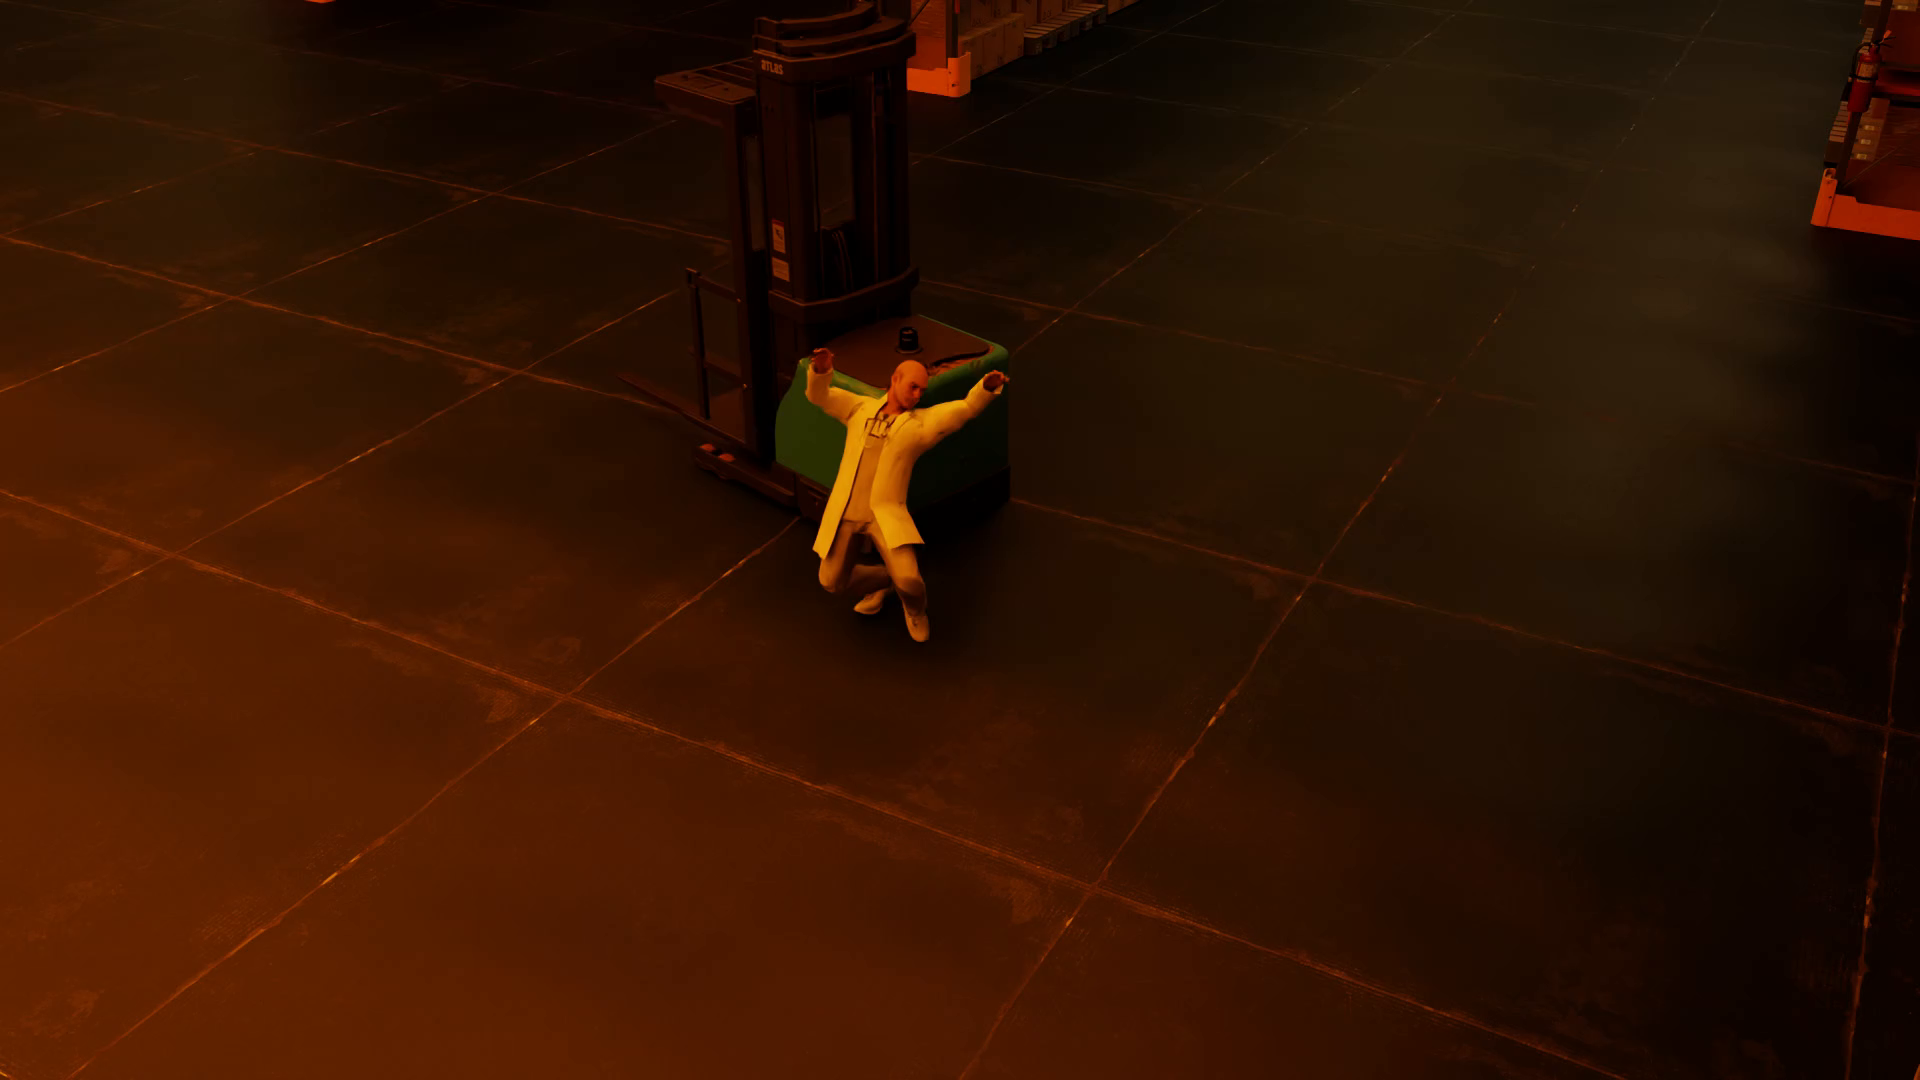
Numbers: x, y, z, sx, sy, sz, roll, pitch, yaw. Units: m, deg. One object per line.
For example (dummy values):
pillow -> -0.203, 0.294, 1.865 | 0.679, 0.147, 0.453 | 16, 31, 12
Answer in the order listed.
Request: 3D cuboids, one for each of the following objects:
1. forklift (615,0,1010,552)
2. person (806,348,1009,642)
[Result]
forklift -> -1.092, -1.821, 10.225 | 3.031, 2.935, 1.130 | 26, 39, 38
person -> -0.287, -0.248, 8.762 | 1.090, 1.728, 0.805 | 10, 32, 17
